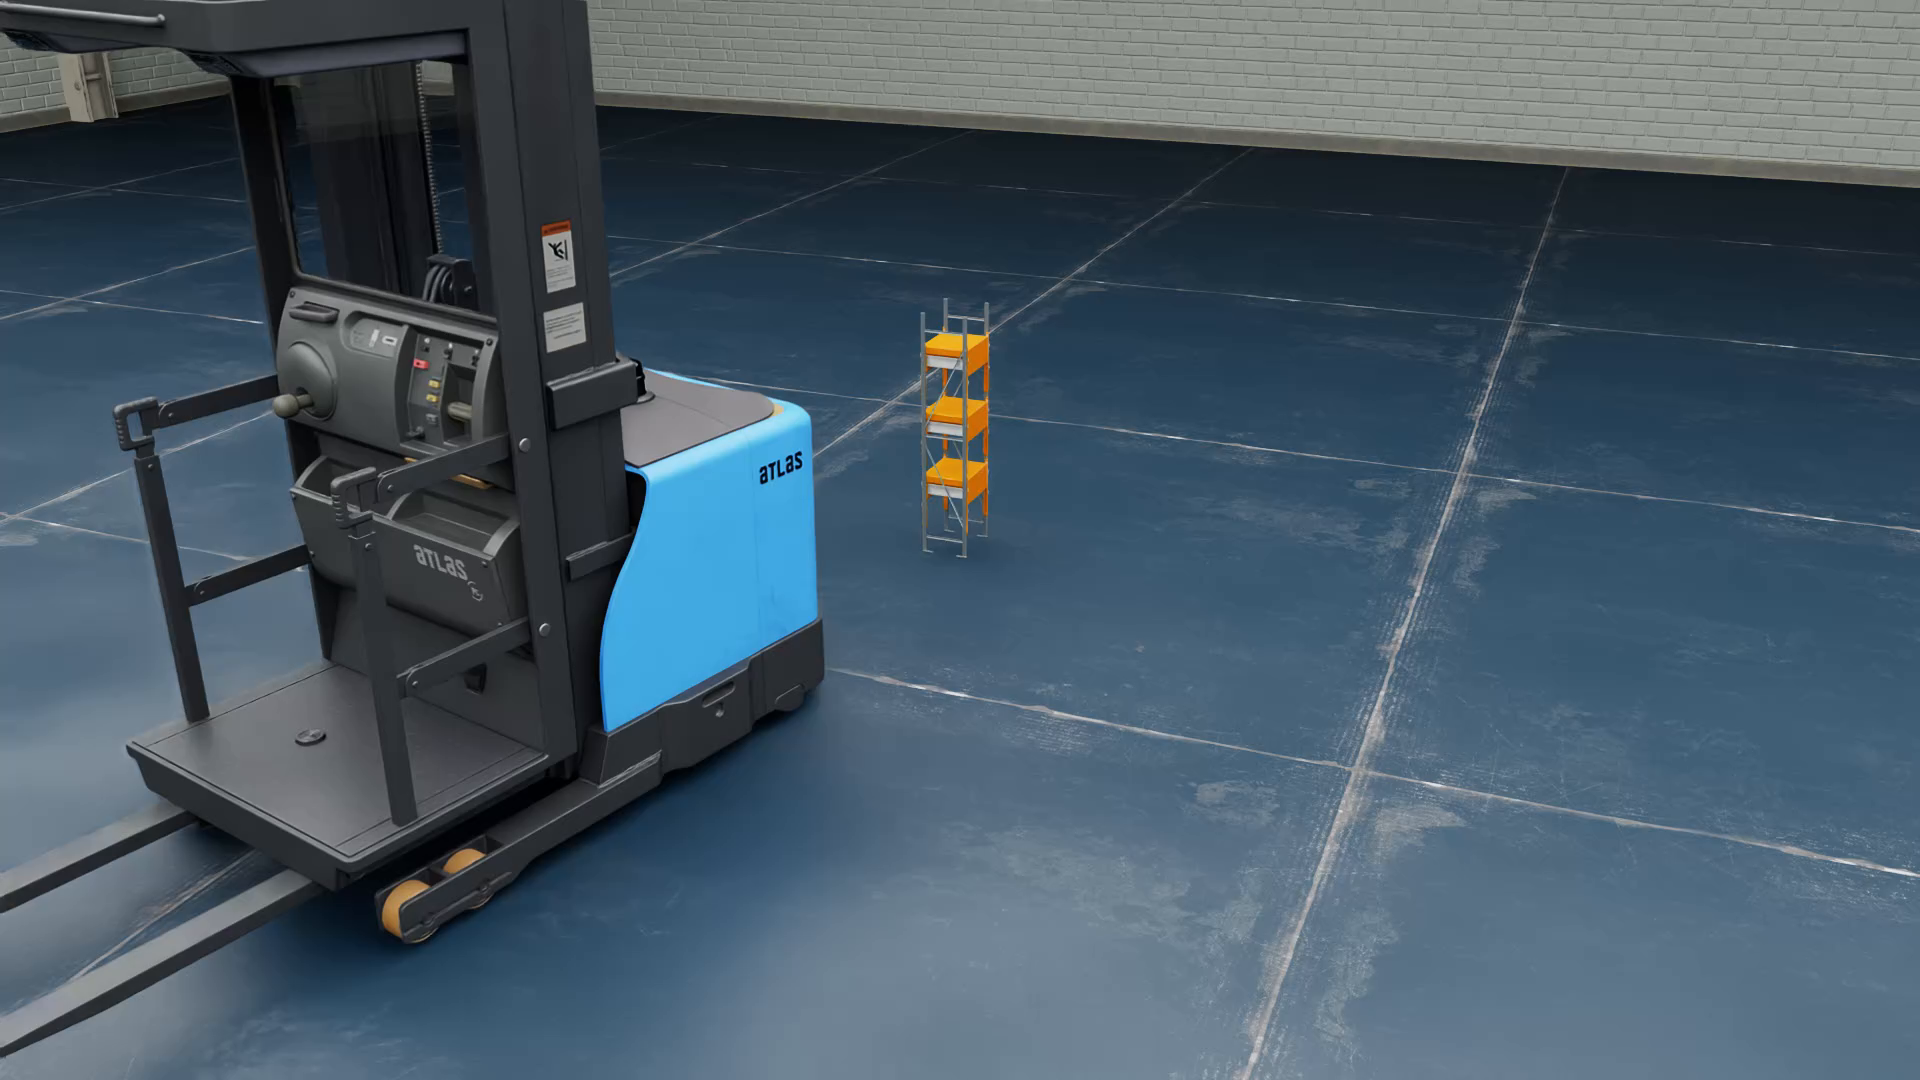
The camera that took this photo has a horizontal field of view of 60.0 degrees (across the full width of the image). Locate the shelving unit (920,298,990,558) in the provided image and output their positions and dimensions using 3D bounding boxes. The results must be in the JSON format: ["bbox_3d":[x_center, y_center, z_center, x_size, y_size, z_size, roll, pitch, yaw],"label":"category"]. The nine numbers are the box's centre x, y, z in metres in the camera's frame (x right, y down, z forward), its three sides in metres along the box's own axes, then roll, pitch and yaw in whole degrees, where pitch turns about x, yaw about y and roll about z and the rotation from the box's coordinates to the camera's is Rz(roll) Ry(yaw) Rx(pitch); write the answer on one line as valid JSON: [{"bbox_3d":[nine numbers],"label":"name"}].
[{"bbox_3d":[-0.020,-0.465,7.002,0.215,1.050,0.252,9,24,20],"label":"shelving unit"}]

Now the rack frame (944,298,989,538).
[{"bbox_3d":[0.025,-0.509,7.106,0.200,1.050,0.008,9,24,20],"label":"rack frame"}]

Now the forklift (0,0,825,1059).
[{"bbox_3d":[-1.748,-0.454,4.534,1.130,2.935,3.031,15,27,33],"label":"forklift"}]

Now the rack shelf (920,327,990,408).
[{"bbox_3d":[-0.020,-0.717,6.897,0.215,0.259,0.240,9,24,20],"label":"rack shelf"}]

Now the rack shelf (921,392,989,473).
[{"bbox_3d":[-0.020,-0.456,7.006,0.215,0.259,0.240,9,24,20],"label":"rack shelf"}]

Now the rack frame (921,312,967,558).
[{"bbox_3d":[-0.065,-0.422,6.897,0.200,1.050,0.008,9,24,20],"label":"rack frame"}]

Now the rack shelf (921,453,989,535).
[{"bbox_3d":[-0.020,-0.199,7.113,0.215,0.259,0.240,9,24,20],"label":"rack shelf"}]

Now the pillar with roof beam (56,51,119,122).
[{"bbox_3d":[-5.585,-8.197,15.198,9.100,9.000,0.400,9,24,20],"label":"pillar with roof beam"}]
